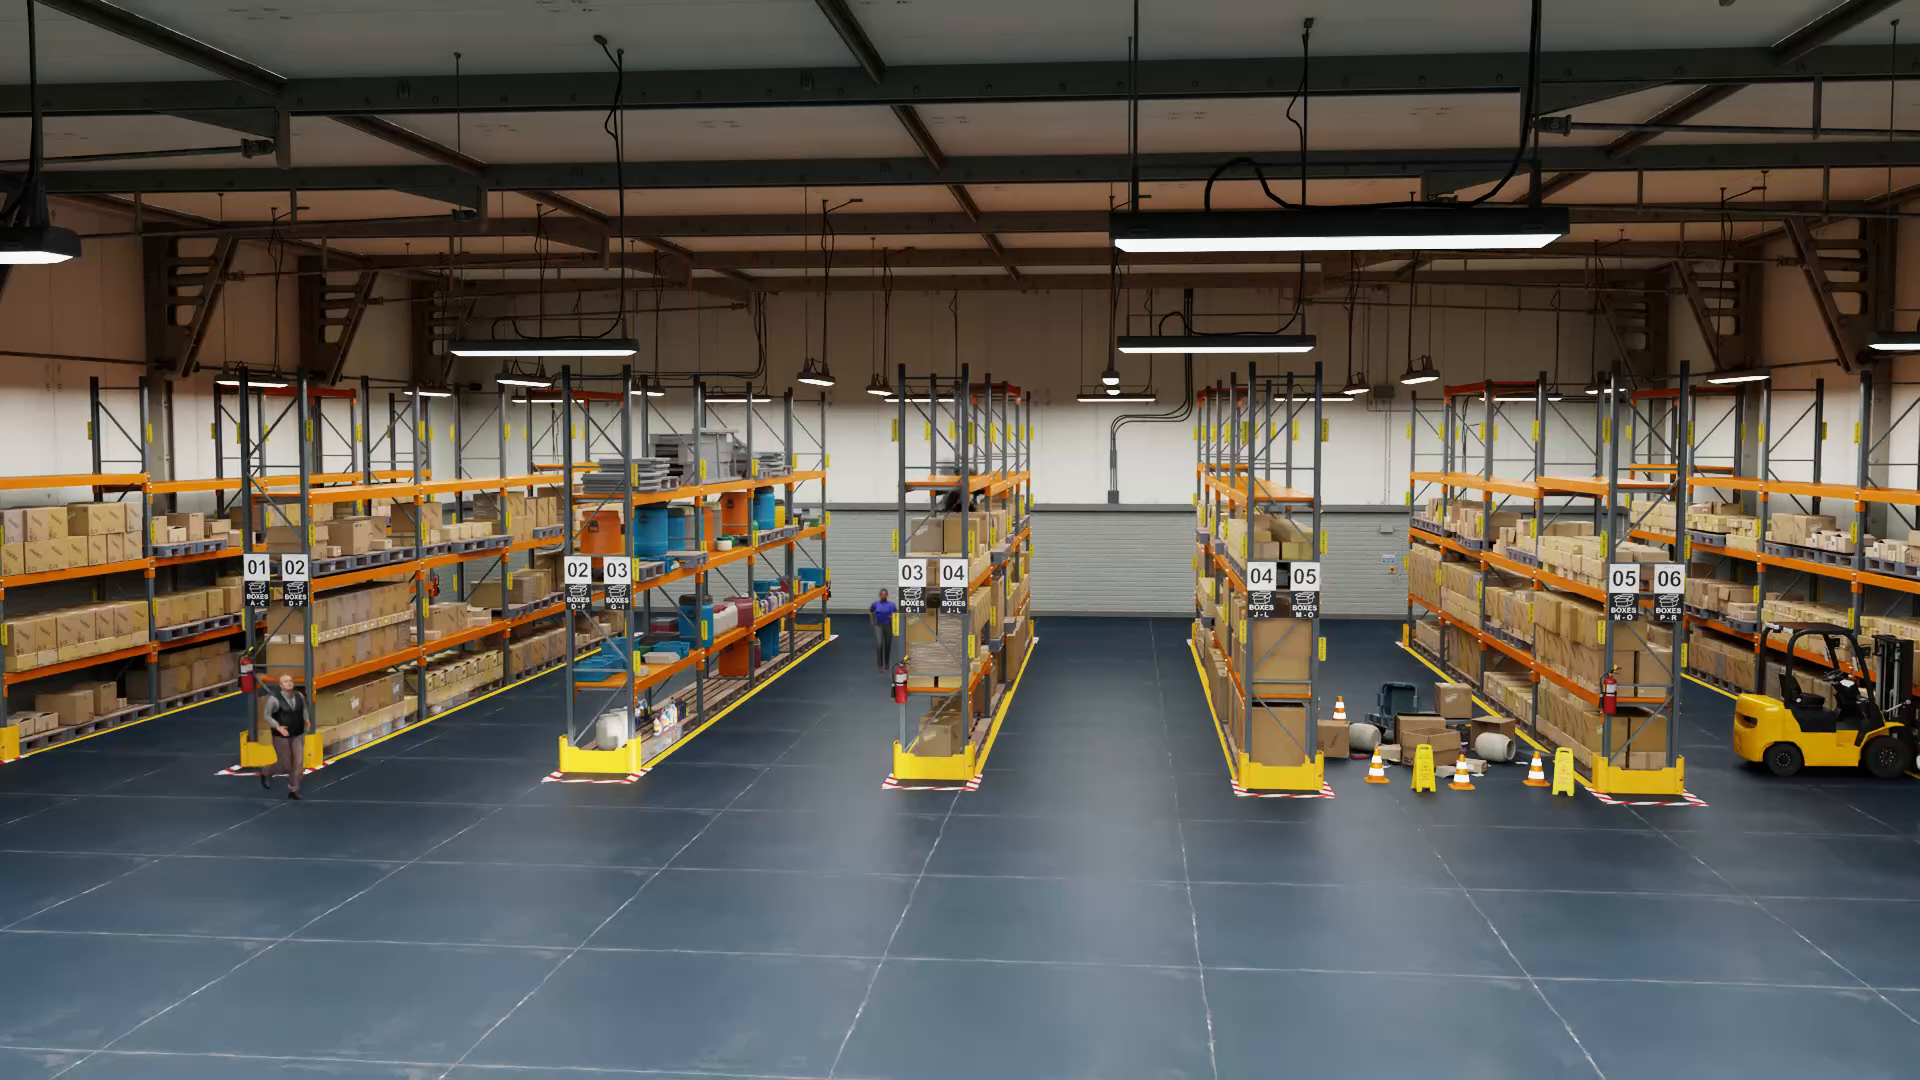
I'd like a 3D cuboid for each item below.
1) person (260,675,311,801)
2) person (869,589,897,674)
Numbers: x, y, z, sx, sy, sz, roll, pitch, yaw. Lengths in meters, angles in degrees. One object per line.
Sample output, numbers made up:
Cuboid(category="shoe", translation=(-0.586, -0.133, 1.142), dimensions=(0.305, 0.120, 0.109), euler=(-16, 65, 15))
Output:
Cuboid(category="person", translation=(-9.267, 2.699, 22.884), dimensions=(0.747, 1.713, 0.668), euler=(3, 5, 39))
Cuboid(category="person", translation=(-1.528, 1.811, 33.239), dimensions=(0.569, 1.678, 0.886), euler=(0, 4, -5))
